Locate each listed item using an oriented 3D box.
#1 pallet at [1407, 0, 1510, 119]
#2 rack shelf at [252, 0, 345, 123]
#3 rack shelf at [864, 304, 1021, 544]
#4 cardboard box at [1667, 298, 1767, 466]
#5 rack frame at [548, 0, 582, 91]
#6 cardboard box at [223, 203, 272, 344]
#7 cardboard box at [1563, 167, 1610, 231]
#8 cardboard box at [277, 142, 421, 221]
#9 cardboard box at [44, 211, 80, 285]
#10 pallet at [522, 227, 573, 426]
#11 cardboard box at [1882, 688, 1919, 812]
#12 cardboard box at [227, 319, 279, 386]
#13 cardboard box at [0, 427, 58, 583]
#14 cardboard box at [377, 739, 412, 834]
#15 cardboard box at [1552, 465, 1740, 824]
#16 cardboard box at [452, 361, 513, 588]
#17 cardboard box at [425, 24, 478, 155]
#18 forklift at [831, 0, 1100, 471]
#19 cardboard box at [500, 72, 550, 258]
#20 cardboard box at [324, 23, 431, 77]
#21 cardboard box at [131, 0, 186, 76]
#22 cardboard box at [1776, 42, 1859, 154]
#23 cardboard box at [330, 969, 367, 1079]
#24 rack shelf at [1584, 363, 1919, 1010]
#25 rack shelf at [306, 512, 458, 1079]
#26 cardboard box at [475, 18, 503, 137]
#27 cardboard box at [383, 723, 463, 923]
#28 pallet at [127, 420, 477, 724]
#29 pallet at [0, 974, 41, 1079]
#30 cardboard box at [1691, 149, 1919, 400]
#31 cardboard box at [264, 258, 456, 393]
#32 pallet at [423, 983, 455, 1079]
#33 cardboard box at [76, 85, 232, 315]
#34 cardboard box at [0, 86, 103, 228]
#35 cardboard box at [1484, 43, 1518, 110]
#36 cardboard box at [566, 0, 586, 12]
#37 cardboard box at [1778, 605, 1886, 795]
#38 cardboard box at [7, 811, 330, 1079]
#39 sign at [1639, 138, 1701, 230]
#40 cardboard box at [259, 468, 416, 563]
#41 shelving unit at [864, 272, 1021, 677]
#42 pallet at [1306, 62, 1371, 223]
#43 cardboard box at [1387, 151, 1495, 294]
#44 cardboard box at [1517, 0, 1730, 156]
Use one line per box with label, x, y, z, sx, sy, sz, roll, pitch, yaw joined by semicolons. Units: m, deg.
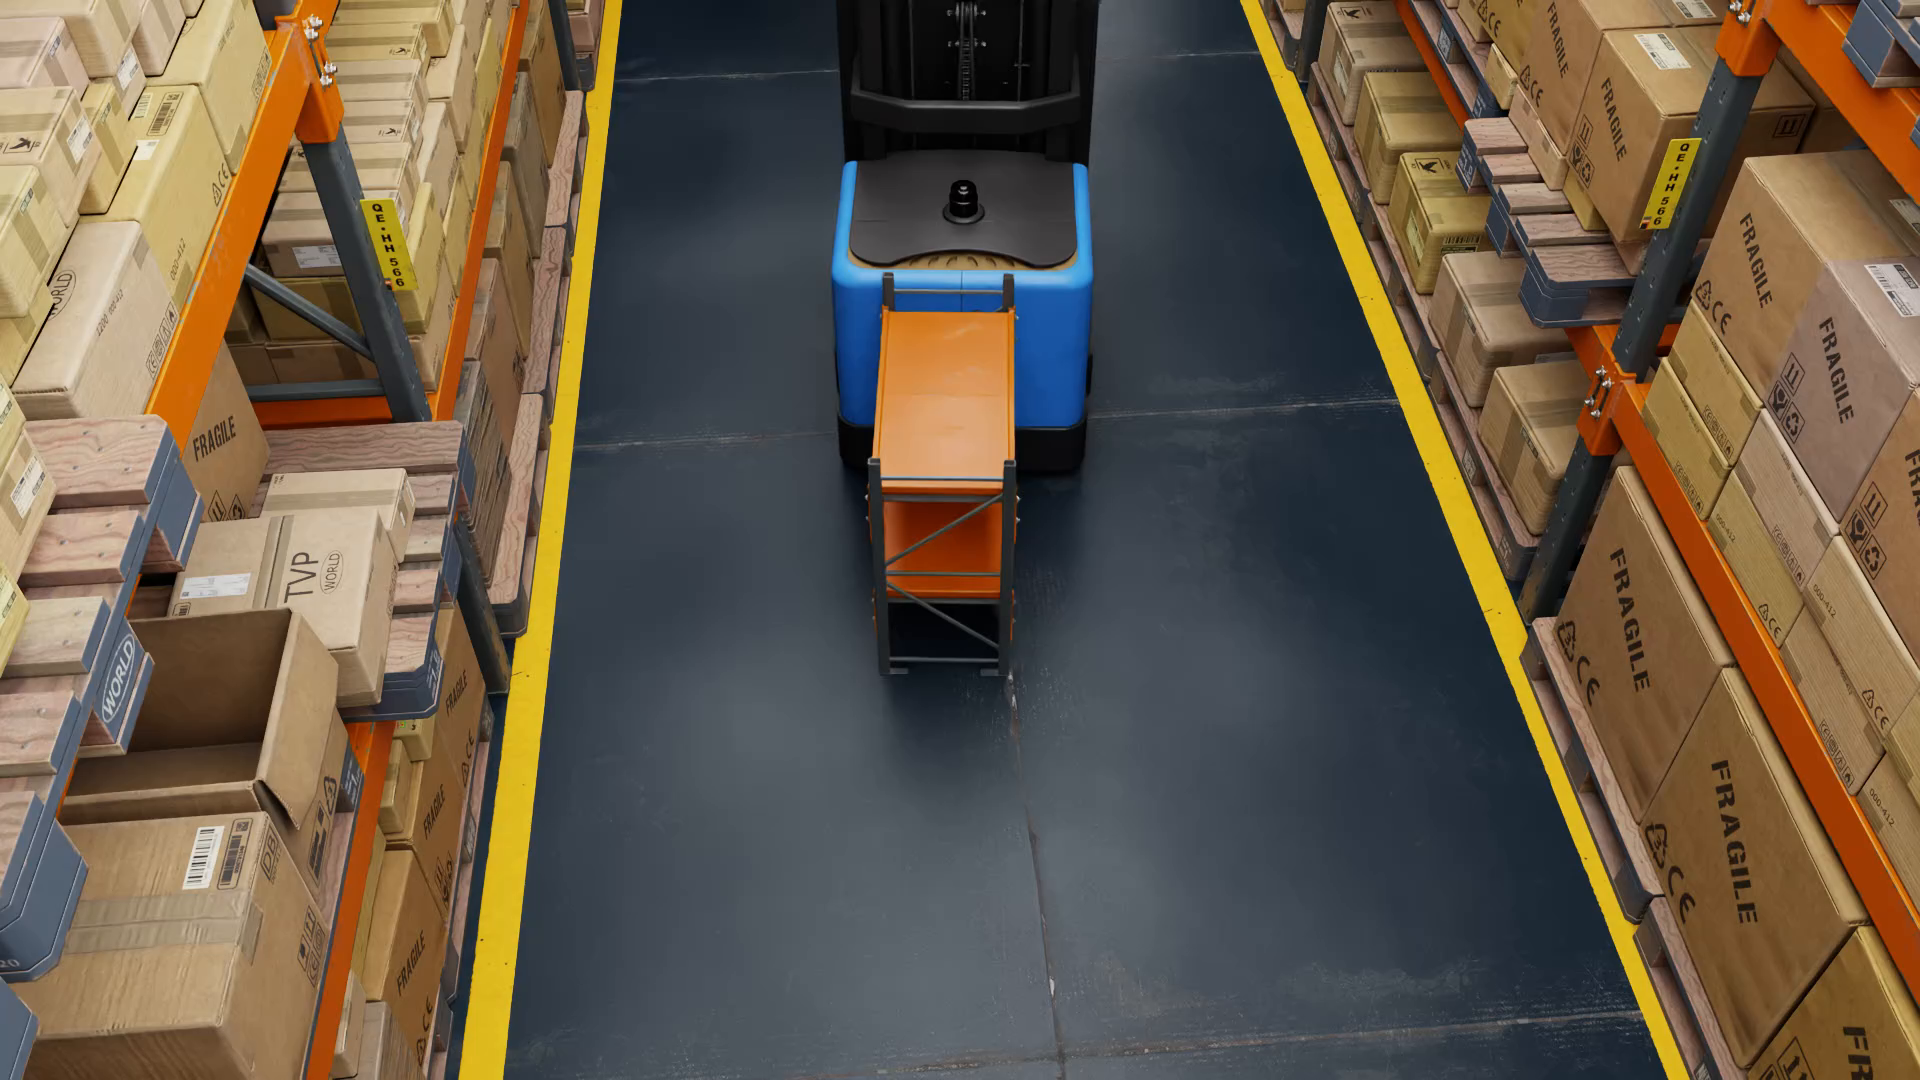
pallet;2.518;-2.124;6.964;1.003;0.211;1.213;-3;47;-3
rack shelf;-2.389;-2.687;5.795;1.077;0.370;4.000;-3;47;-3
rack shelf;-0.052;-0.446;6.131;0.538;0.278;1.000;1;47;1
cardboard box;2.521;-0.499;5.052;0.500;0.250;0.500;-4;47;-4
rack frame;-2.556;-3.350;7.993;1.000;3.000;0.127;-3;47;-3
cardboard box;-2.536;-0.884;5.417;0.500;0.250;0.500;-3;47;-2
cardboard box;2.368;-1.231;5.870;0.380;0.149;0.250;-3;47;-3
cardboard box;-1.978;-1.155;5.399;0.380;0.149;0.250;-3;47;-2
cardboard box;-1.918;-0.590;3.142;0.380;0.149;0.250;-3;47;-3
pallet;-2.350;-0.976;7.665;1.003;0.211;1.213;-3;47;-3
cardboard box;2.622;0.604;4.007;0.500;0.250;0.500;-3;47;-3
cardboard box;-2.514;-0.714;5.600;0.500;0.250;0.500;-4;47;-4
cardboard box;-1.669;-0.037;2.604;0.380;0.149;0.250;-3;47;-2
cardboard box;-1.896;0.767;5.080;0.380;0.149;0.250;-5;47;-5
cardboard box;2.700;0.331;5.682;0.875;0.875;0.875;-4;47;-4
cardboard box;-2.260;-0.236;6.390;0.875;0.625;0.625;-2;47;-2
cardboard box;-2.082;-1.654;6.146;0.500;0.250;0.500;-5;47;-4
forklift;0.035;-2.356;7.099;1.130;2.935;3.031;1;47;1
cardboard box;-2.444;-1.739;7.814;0.875;0.625;0.625;-4;47;-4
cardboard box;-2.111;-1.708;5.922;0.380;0.149;0.250;-3;47;-3
cardboard box;-1.950;-1.142;3.665;0.380;0.149;0.250;-4;47;-4
cardboard box;2.917;-1.381;5.566;0.500;0.500;0.500;-5;47;-4
cardboard box;-1.845;1.339;4.538;0.380;0.149;0.250;-6;47;-5
rack shelf;2.892;0.934;4.431;1.077;0.370;4.000;-3;47;-3
rack shelf;-2.054;1.238;4.143;1.077;0.370;4.000;-3;47;-3
cardboard box;-2.144;-1.852;6.678;0.500;0.250;0.500;-2;47;-2
cardboard box;-1.940;0.915;5.387;0.500;0.500;0.500;-4;47;-4
pallet;-2.095;0.096;4.862;1.213;0.211;1.003;-3;47;-3
pallet;-1.871;0.995;1.942;1.213;0.211;1.003;-3;47;-3
cardboard box;2.522;-0.767;4.789;0.500;0.500;0.500;-5;47;-5
cardboard box;-2.015;-0.740;5.625;0.500;0.250;0.500;-3;47;-3
pallet;-2.098;1.926;4.917;1.003;0.211;1.213;-3;47;-3
cardboard box;-1.894;-0.716;3.536;0.500;0.250;0.500;-3;47;-3
cardboard box;-1.813;-0.688;3.030;0.380;0.149;0.250;-4;47;-4
cardboard box;2.252;-1.791;6.401;0.380;0.149;0.250;-3;47;-3
cardboard box;-2.289;-3.090;9.007;0.500;0.250;0.500;-4;47;-3
cardboard box;2.613;0.411;4.535;0.500;0.250;0.500;-2;47;-2
cardboard box;-1.813;0.953;3.560;0.700;0.500;0.500;-4;47;-3
sign;2.185;-1.091;5.111;0.100;0.325;0.005;-3;47;-3
cardboard box;-1.784;-0.062;4.763;0.380;0.149;0.250;-3;47;-3
shelving unit;-0.052;-0.245;6.343;0.538;1.125;1.048;1;47;1
pallet;2.456;-2.132;8.761;1.003;0.211;1.213;-3;47;-3
cardboard box;2.560;-1.493;7.755;0.950;0.372;0.625;-2;47;-2
cardboard box;2.355;-1.727;5.893;0.500;0.500;0.500;-4;47;-4
